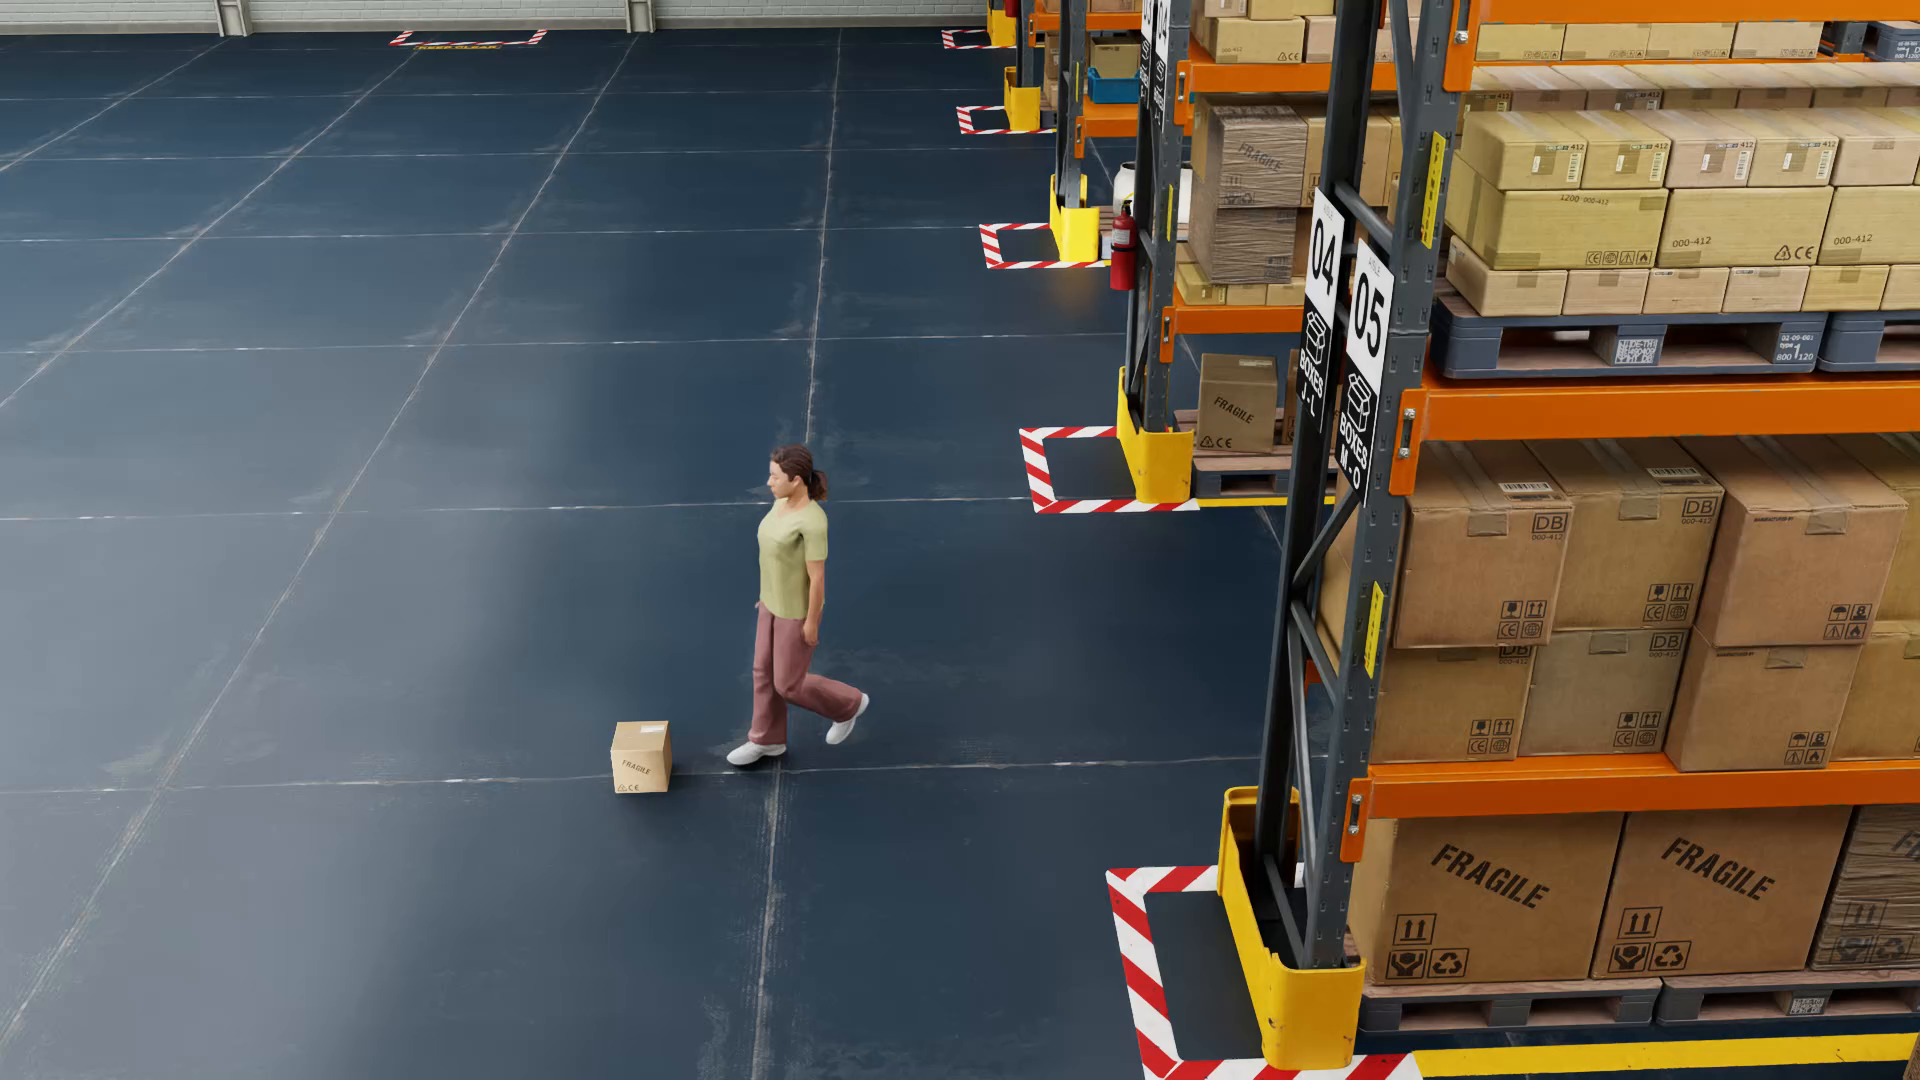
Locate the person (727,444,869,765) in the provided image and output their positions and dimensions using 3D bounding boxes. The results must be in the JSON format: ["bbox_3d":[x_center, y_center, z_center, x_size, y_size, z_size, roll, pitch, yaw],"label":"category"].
[{"bbox_3d":[-0.814,0.324,7.984,0.710,1.658,0.464,-16,32,-28],"label":"person"}]
